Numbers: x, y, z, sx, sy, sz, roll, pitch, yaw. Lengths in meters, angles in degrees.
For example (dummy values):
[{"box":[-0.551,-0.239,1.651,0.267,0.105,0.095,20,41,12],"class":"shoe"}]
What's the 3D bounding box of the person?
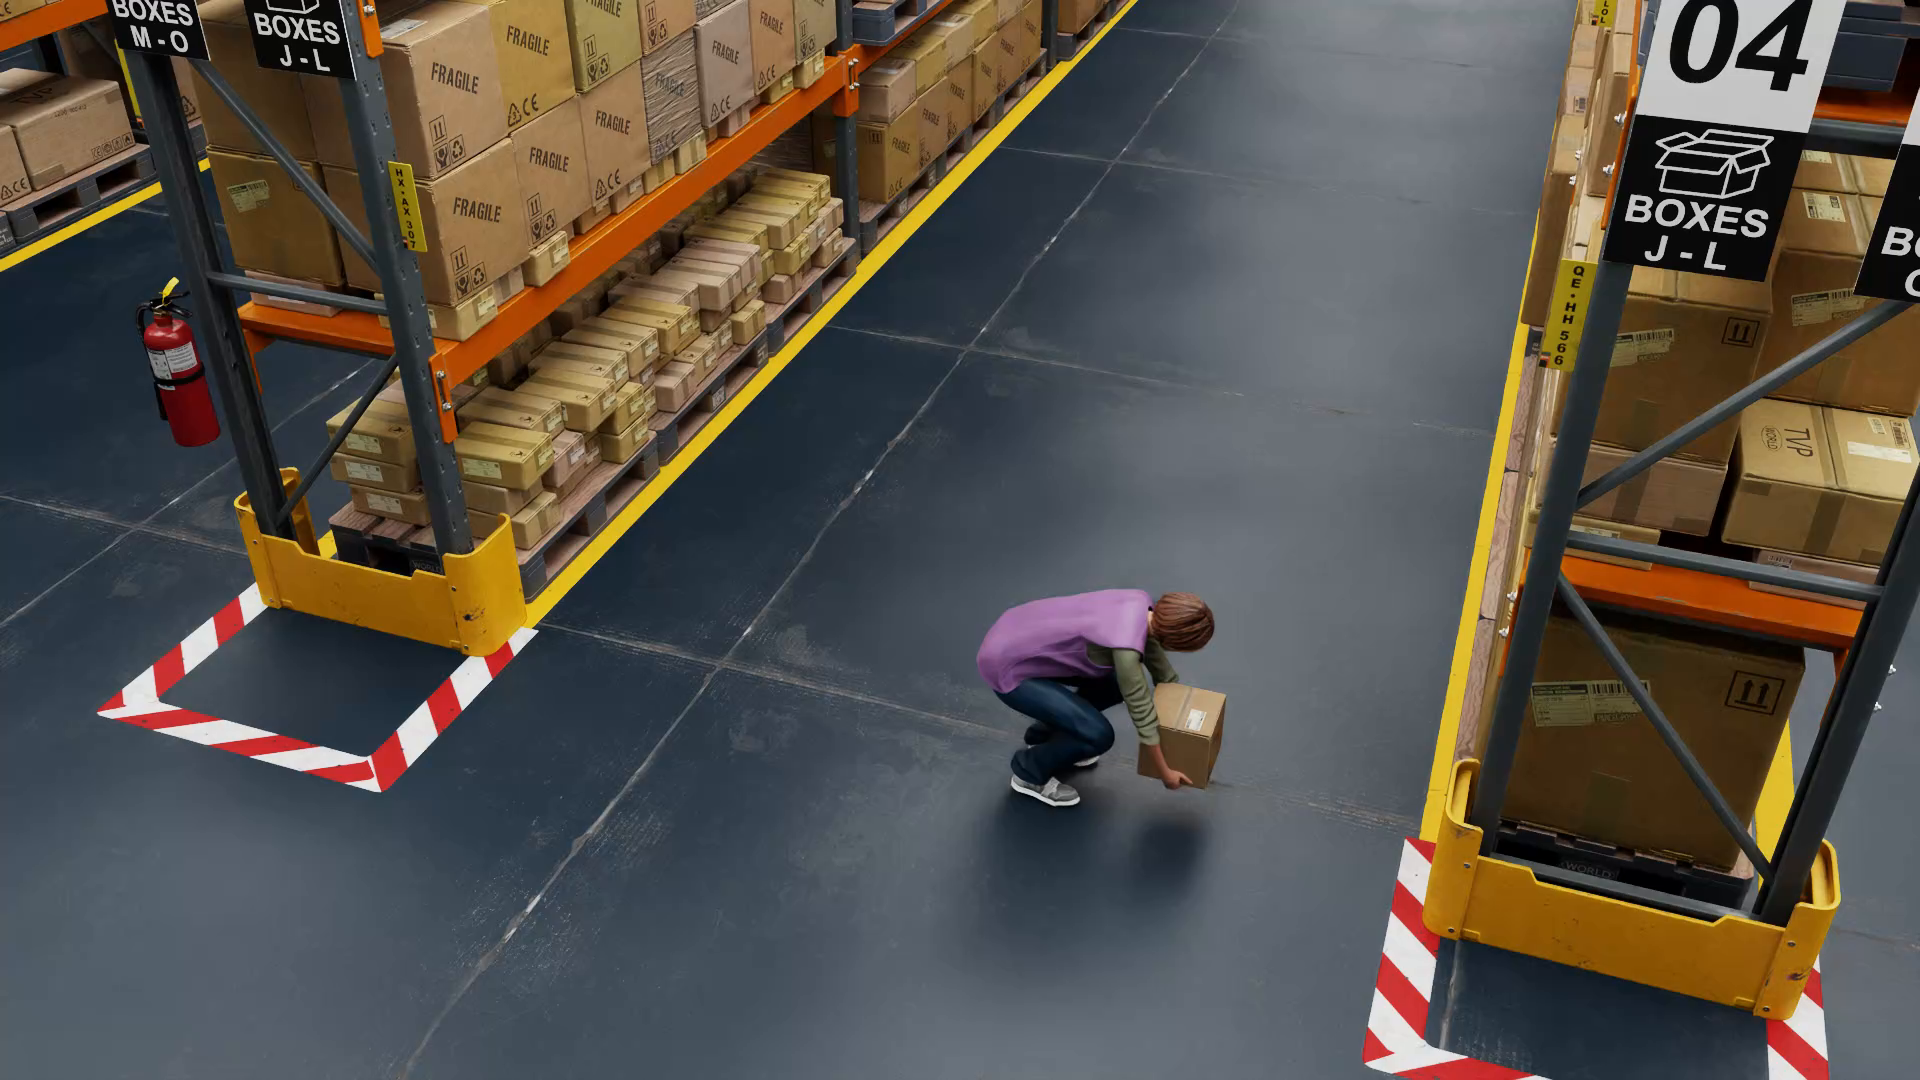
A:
[{"box":[0.476,0.538,5.981,0.839,0.895,0.426,10,35,15],"class":"person"}]
